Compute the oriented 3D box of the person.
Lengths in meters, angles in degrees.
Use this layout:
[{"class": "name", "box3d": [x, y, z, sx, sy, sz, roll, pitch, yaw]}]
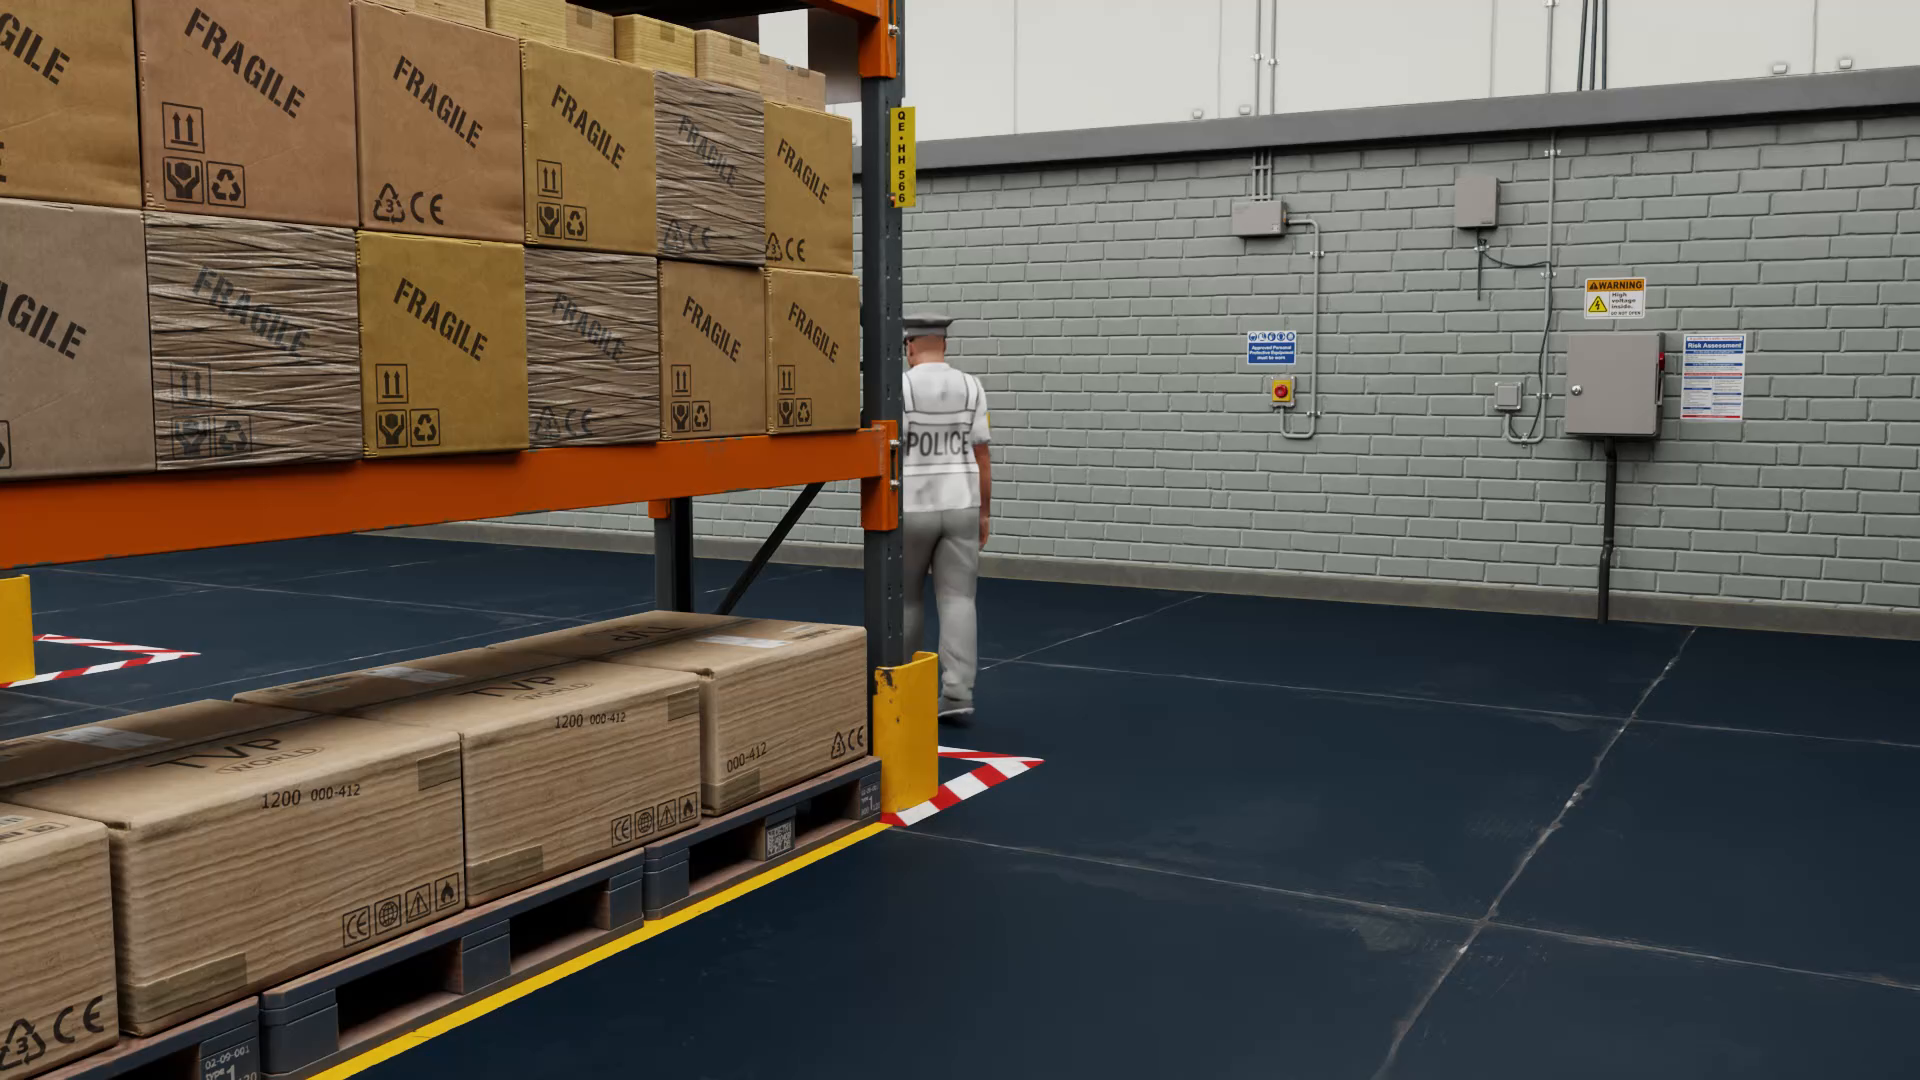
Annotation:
[{"class": "person", "box3d": [-0.158, -0.115, 7.224, 0.550, 1.734, 0.767, -2, 6, -18]}]
